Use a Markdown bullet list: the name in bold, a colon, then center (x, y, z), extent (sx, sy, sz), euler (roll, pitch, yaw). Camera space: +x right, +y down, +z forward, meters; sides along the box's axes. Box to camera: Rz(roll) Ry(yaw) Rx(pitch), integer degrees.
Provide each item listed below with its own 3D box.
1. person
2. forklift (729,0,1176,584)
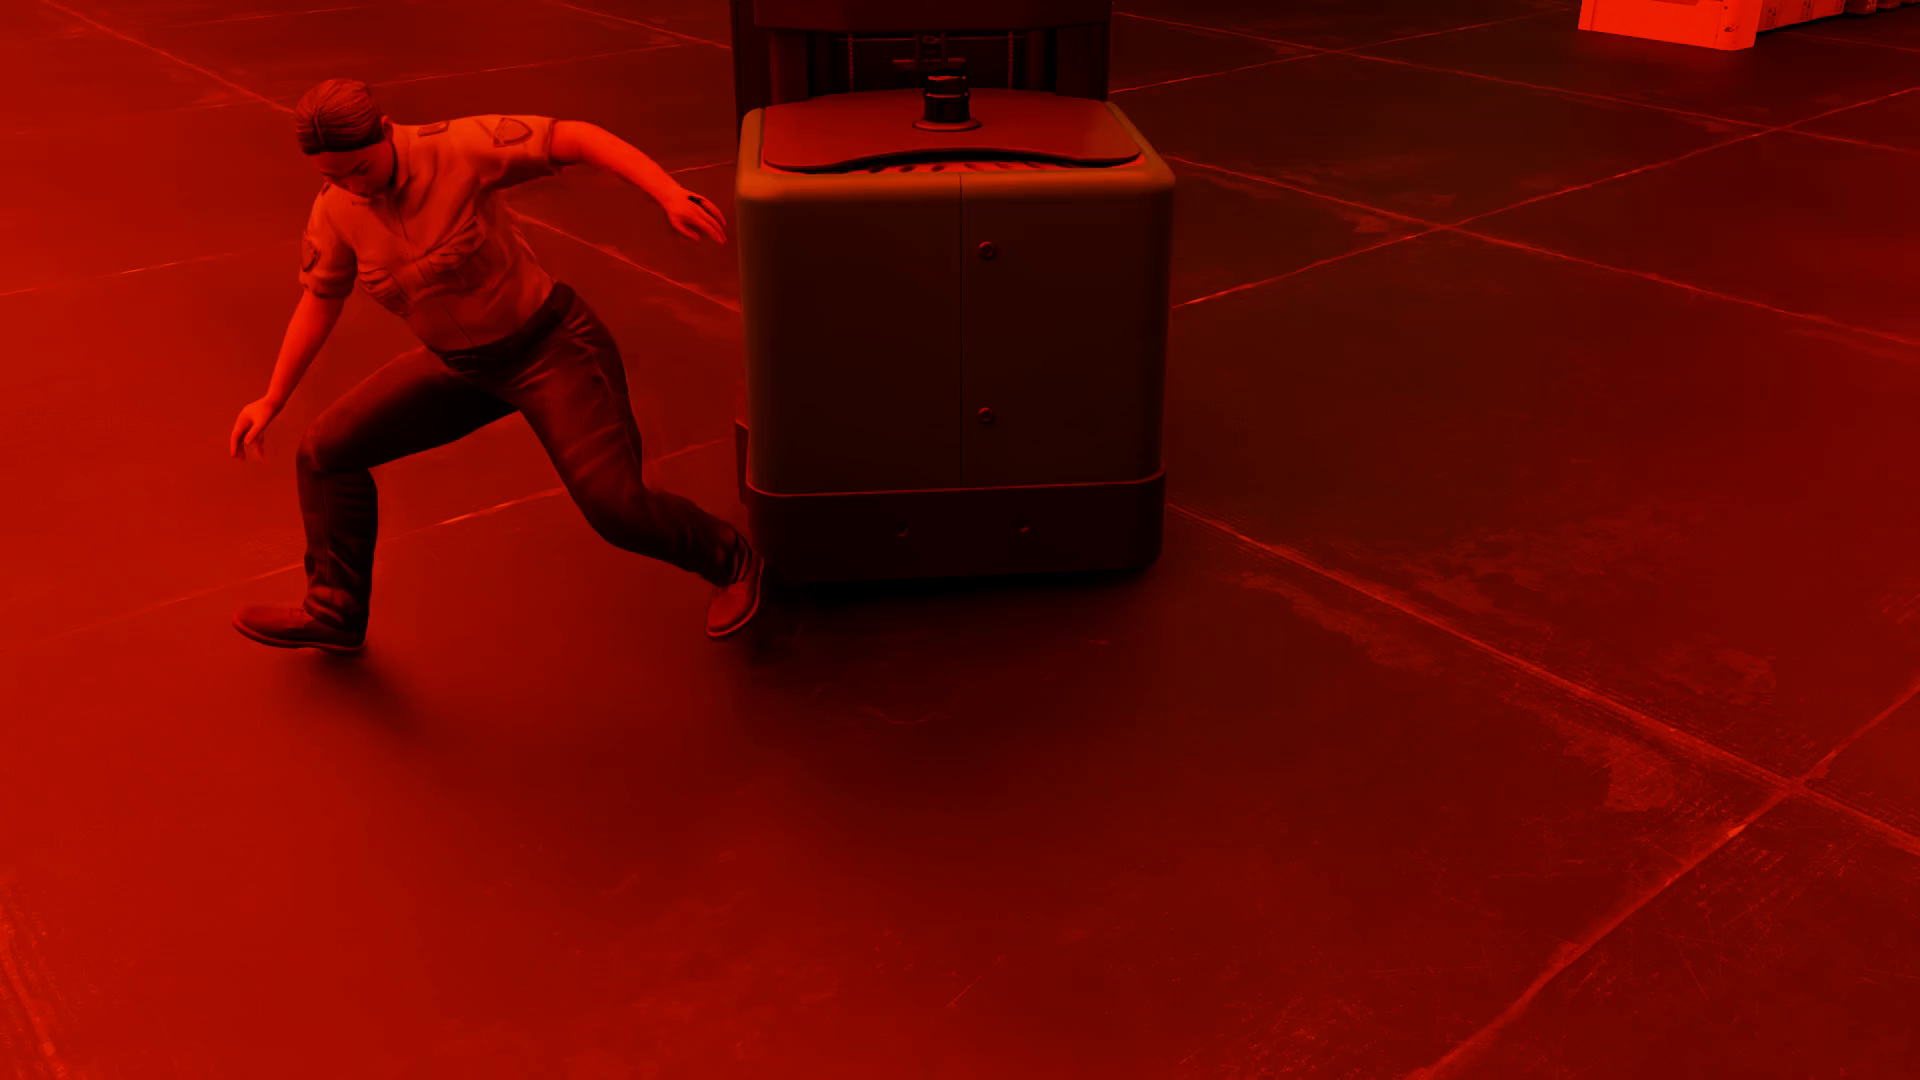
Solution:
- **person**: center (-1.042, -0.355, 3.711), extent (1.150, 1.363, 0.715), euler (10, 28, 19)
- **forklift**: center (-0.135, -1.827, 4.886), extent (1.130, 2.935, 3.031), euler (-2, 26, -5)
